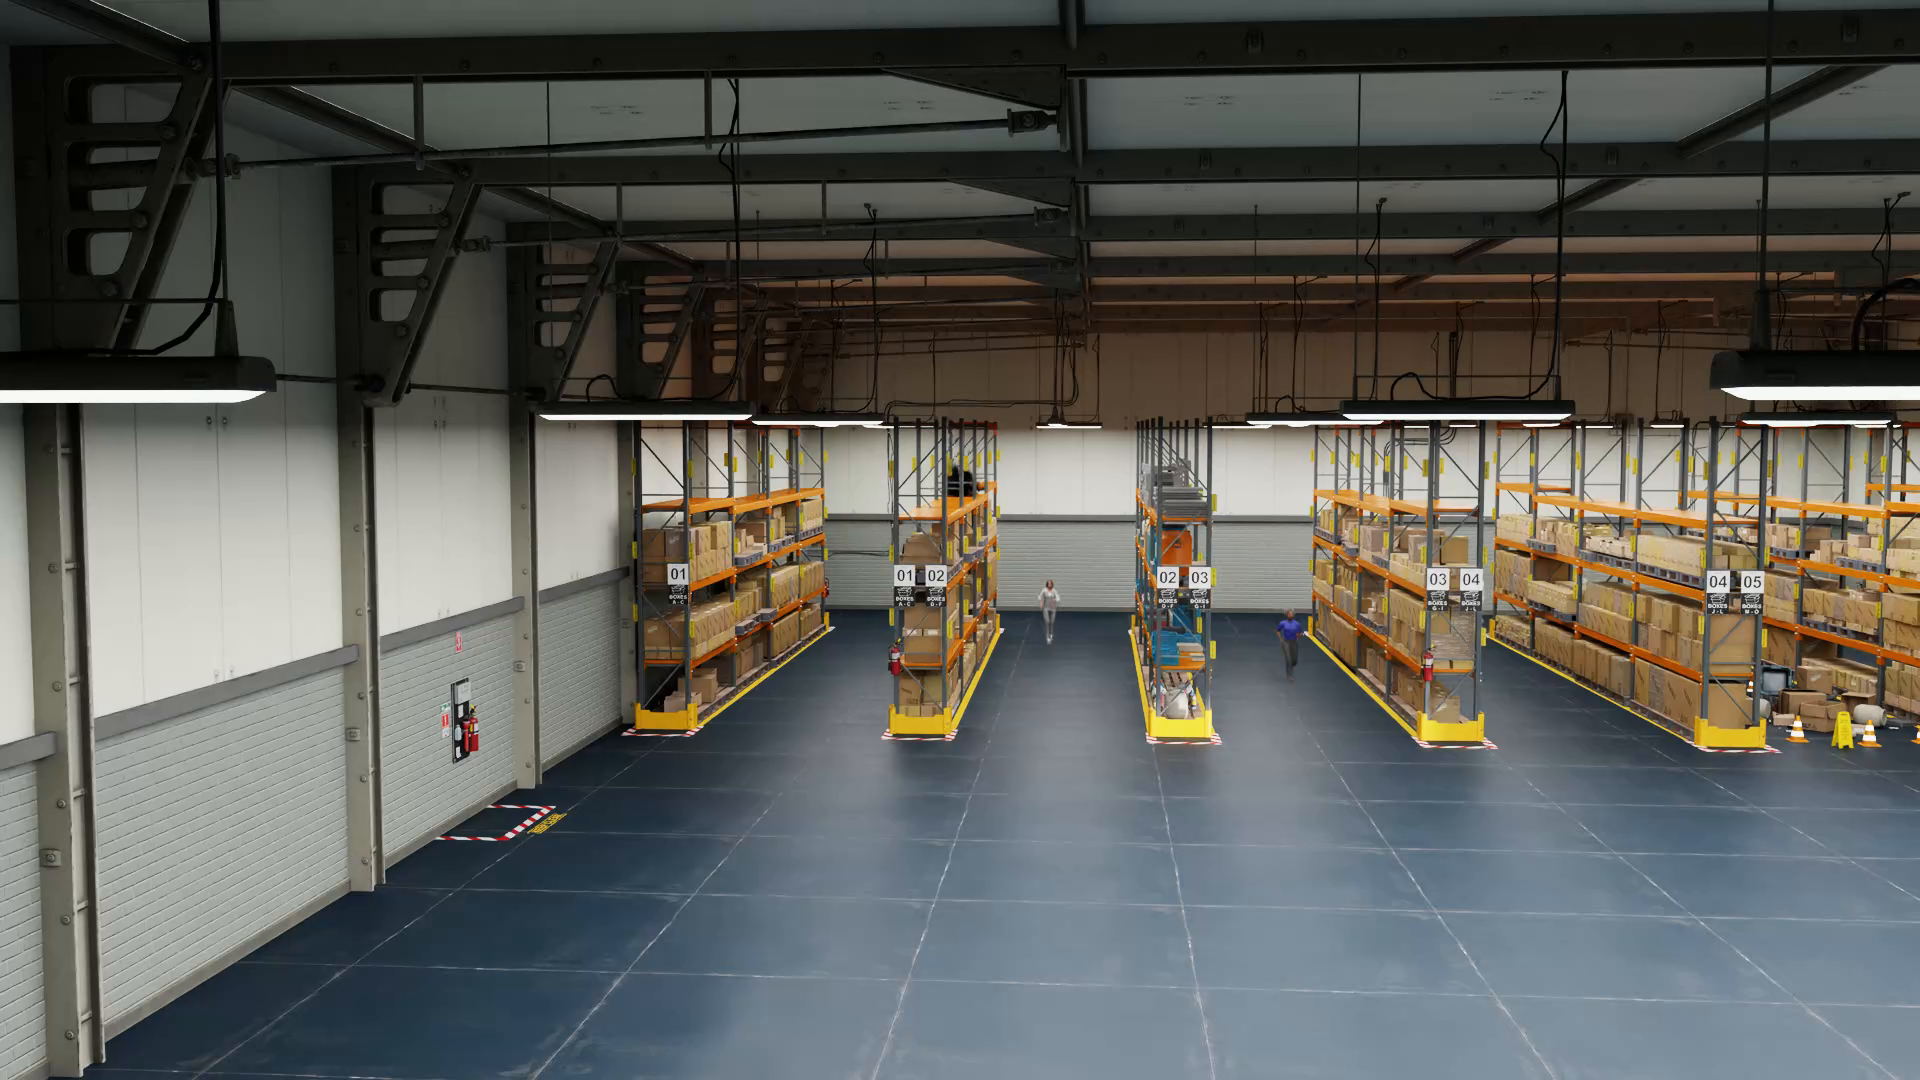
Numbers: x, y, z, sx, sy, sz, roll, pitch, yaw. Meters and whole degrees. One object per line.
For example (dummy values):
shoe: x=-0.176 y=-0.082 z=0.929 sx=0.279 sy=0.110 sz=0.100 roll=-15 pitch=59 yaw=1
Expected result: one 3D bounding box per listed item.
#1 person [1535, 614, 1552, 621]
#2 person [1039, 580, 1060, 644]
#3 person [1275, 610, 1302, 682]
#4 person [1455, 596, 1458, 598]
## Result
person: x=16.399 y=1.814 z=46.884 sx=0.678 sy=1.700 sz=0.534 roll=-3 pitch=5 yaw=-38
person: x=2.301 y=1.822 z=42.677 sx=0.529 sy=1.607 sz=0.805 roll=0 pitch=4 yaw=-5
person: x=7.576 y=2.410 z=38.252 sx=0.588 sy=1.623 sz=0.834 roll=0 pitch=4 yaw=-4
person: x=13.646 y=1.842 z=46.436 sx=0.561 sy=1.719 sz=0.770 roll=-3 pitch=5 yaw=-35
